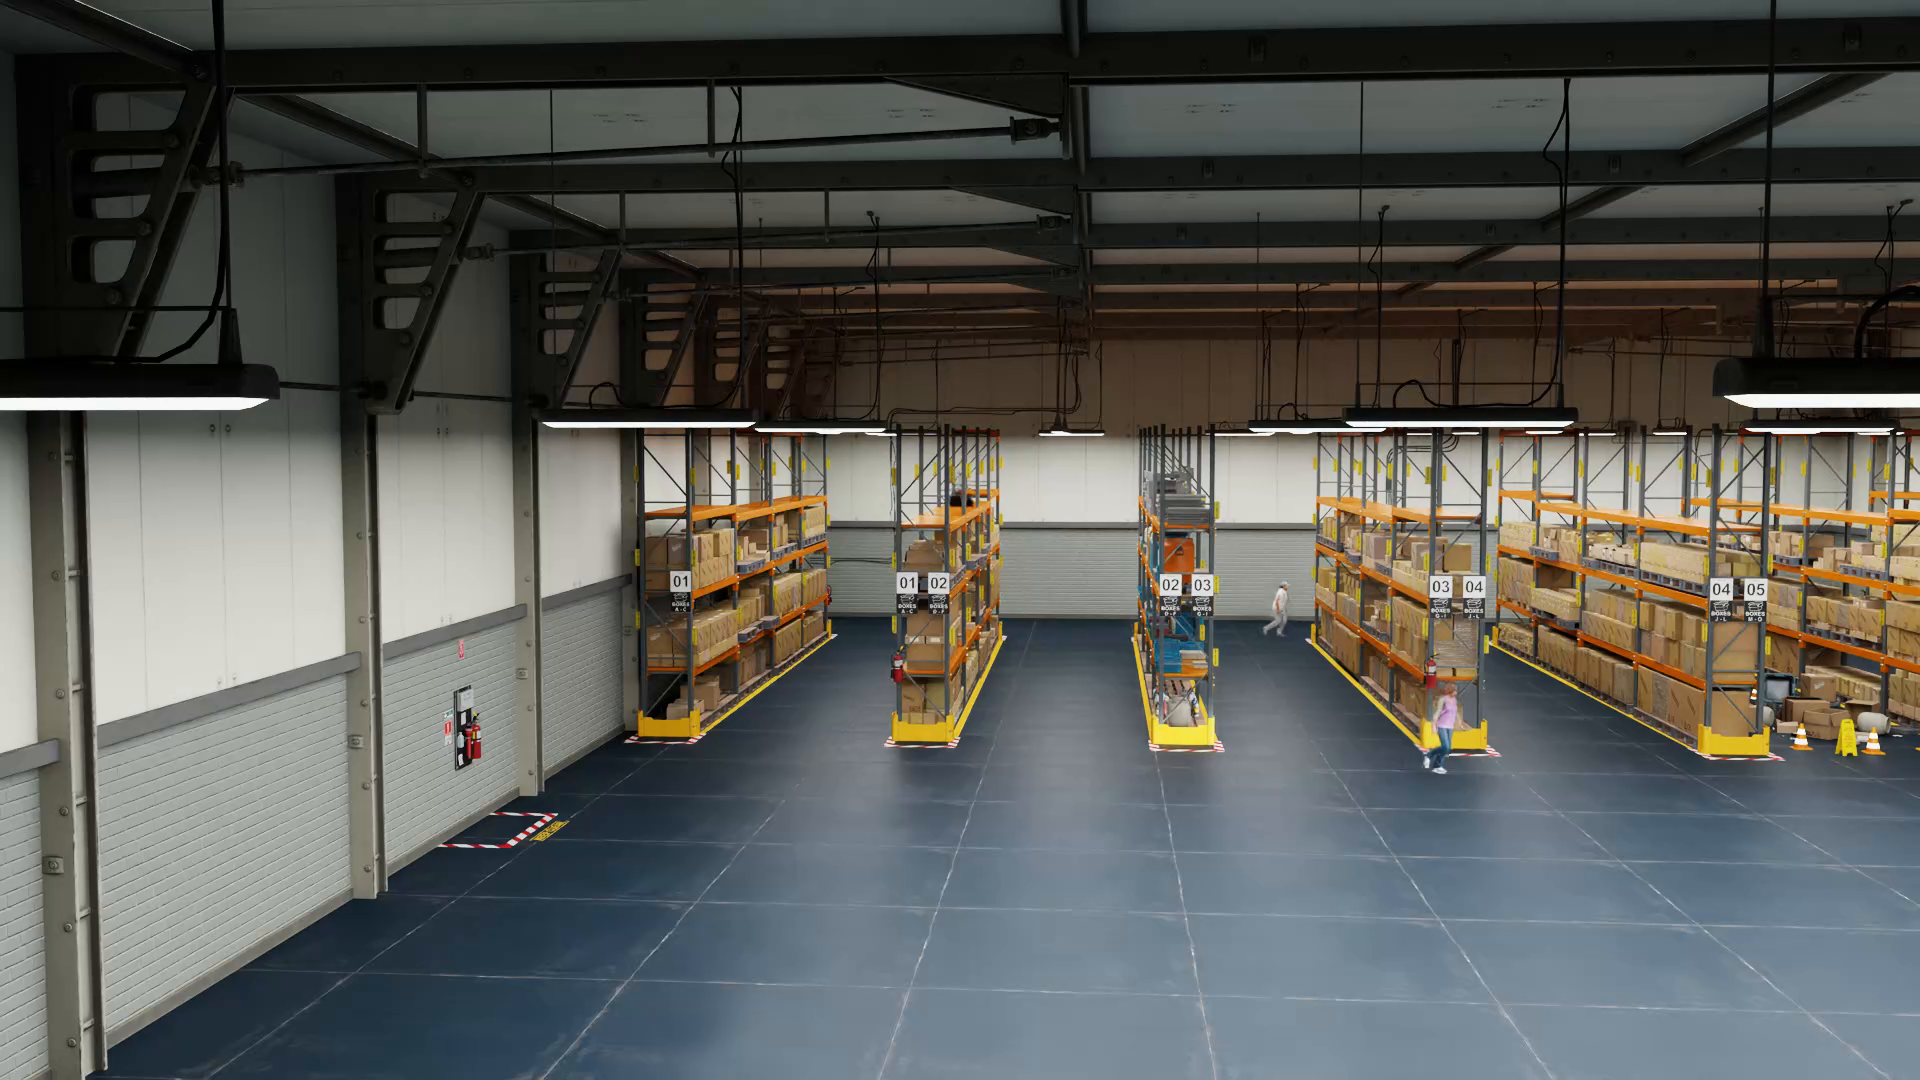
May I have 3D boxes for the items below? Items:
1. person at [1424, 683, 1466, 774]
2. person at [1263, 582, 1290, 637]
[{"bbox_3d":[8.263,3.214,28.409,0.570,1.550,0.547,-3,4,-37],"label":"person"},{"bbox_3d":[9.167,2.000,48.114,0.746,1.604,0.649,1,4,21],"label":"person"}]
